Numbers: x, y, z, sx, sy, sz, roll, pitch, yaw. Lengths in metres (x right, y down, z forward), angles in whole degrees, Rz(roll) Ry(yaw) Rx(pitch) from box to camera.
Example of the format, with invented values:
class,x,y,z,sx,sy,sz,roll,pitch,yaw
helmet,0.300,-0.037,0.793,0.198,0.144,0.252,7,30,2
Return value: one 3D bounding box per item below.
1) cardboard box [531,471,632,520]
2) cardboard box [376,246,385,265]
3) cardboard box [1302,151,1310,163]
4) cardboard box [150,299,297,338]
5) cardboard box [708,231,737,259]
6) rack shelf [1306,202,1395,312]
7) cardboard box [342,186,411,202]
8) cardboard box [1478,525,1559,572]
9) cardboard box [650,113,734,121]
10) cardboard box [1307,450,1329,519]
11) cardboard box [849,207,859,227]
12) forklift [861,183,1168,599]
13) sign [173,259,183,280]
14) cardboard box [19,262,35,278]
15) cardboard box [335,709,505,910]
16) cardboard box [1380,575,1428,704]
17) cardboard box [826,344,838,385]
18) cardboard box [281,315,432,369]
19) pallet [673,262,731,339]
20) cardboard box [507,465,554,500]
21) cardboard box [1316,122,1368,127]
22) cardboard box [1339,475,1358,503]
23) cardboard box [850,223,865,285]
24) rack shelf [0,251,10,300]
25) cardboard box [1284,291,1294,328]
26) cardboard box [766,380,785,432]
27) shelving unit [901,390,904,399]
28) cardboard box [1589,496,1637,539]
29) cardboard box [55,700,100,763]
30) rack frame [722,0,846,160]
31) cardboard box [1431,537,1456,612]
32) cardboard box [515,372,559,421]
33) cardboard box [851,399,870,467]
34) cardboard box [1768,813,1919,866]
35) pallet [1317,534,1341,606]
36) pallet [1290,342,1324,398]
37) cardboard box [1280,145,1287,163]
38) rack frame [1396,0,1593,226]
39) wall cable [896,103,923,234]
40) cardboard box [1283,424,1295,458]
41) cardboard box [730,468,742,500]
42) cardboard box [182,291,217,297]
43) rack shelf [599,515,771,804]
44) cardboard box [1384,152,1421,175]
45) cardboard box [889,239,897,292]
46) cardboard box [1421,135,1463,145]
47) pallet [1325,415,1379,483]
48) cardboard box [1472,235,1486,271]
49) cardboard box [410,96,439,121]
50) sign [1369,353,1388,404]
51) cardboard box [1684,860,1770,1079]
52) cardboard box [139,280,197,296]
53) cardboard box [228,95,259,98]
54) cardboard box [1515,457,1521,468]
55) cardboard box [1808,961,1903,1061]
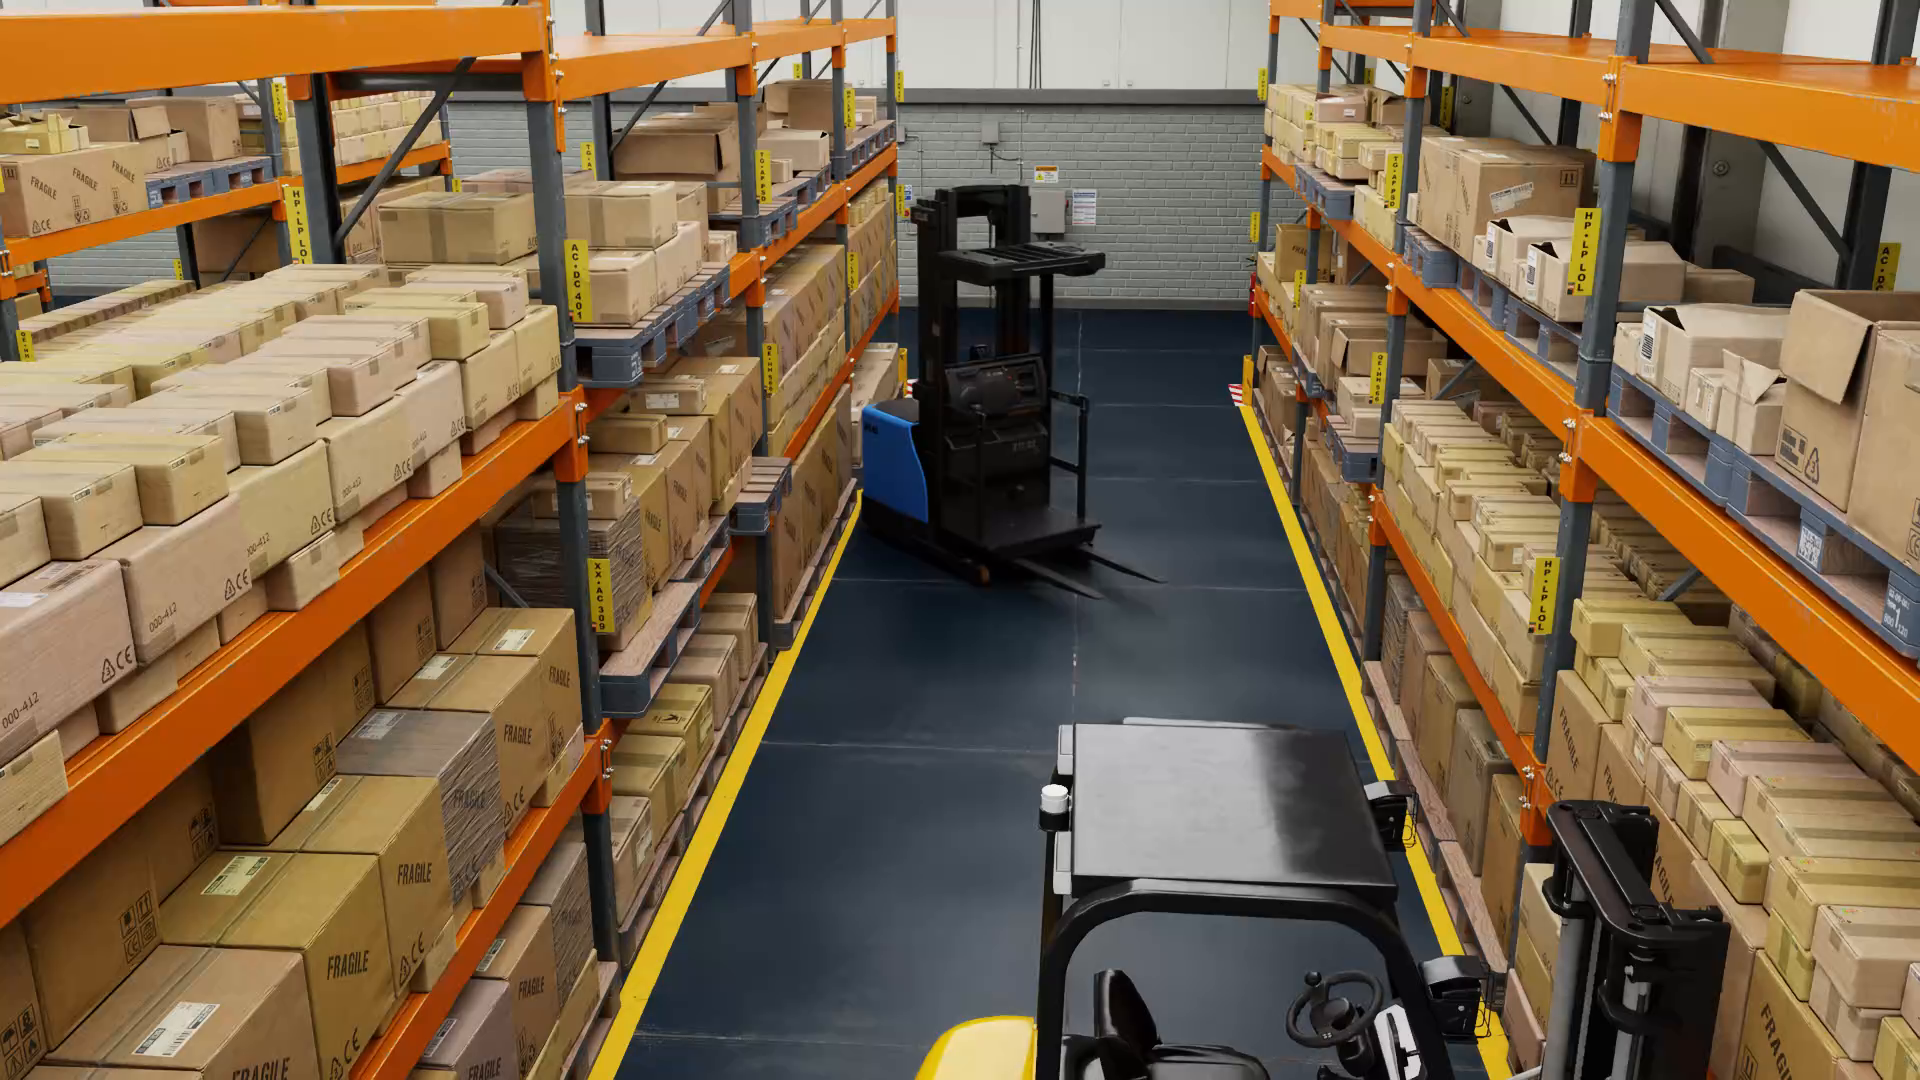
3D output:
class,x,y,z,sx,sy,sz,roll,pitch,yaw
cardboard box,-1.670,-0.198,7.357,0.380,0.149,0.250,1,18,4
cardboard box,-6.031,-2.741,16.833,0.500,0.500,0.500,2,18,7
cardboard box,3.253,-3.389,14.396,0.500,0.250,0.500,1,18,4
cardboard box,-2.468,-0.714,5.590,0.380,0.149,0.250,1,18,4
cardboard box,-1.583,-1.809,10.214,0.380,0.149,0.250,1,18,4
rack shelf,3.325,-2.201,12.161,1.077,0.370,4.000,1,18,4
cardboard box,-5.990,-3.367,17.137,0.500,0.500,0.500,2,18,7
cardboard box,2.655,0.039,7.784,0.380,0.149,0.250,1,18,2
cardboard box,-1.933,-2.832,12.097,0.500,0.500,0.500,1,18,4
cardboard box,3.180,-0.439,13.787,0.500,0.500,0.500,1,18,3
cardboard box,-1.144,-3.007,15.476,0.380,0.149,0.250,1,18,4
forklift,0.409,-1.207,12.900,1.130,2.935,3.031,-12,22,-33
sign,-6.970,-2.348,14.882,0.100,0.325,0.005,1,18,4
cardboard box,-10.778,-3.074,18.892,0.380,0.149,0.250,2,18,5
cardboard box,-1.903,0.912,5.683,0.500,0.500,0.500,2,18,5
cardboard box,3.123,0.626,10.334,0.875,0.625,0.625,2,18,6
cardboard box,-1.302,-1.474,13.844,0.500,0.250,0.500,1,18,3
cardboard box,-1.921,-0.621,5.307,0.380,0.149,0.250,1,18,3
pallet,-1.835,-1.211,8.287,1.213,0.211,1.003,1,18,4
cardboard box,-2.218,-0.055,7.960,0.500,0.500,0.500,1,18,4
cardboard box,3.061,-3.266,13.345,0.380,0.149,0.250,2,18,5
cardboard box,3.087,-0.386,12.583,0.380,0.149,0.250,0,18,1
cardboard box,-1.165,-2.670,15.488,0.500,0.500,0.500,1,18,3
rack shelf,-6.858,-1.147,8.945,1.077,0.370,4.000,1,18,4
cardboard box,3.282,-2.128,15.364,0.500,0.250,0.500,1,18,4
cardboard box,-1.487,-0.924,11.364,0.500,0.250,0.500,1,18,4
shelving unit,-0.410,-0.775,14.603,0.215,1.050,0.252,0,18,-1
cardboard box,3.278,-0.109,8.236,0.380,0.149,0.250,1,18,3
cardboard box,-2.066,0.393,3.491,0.380,0.149,0.250,1,18,2
rack frame,-1.483,-4.699,13.812,1.000,3.000,0.127,1,18,4
cardboard box,2.796,0.185,8.783,0.500,0.250,0.500,2,18,6
cardboard box,-1.775,-0.565,6.415,0.380,0.149,0.250,1,18,4
cardboard box,-1.331,-1.023,15.667,0.875,0.438,0.875,1,18,3
cardboard box,2.527,0.899,4.683,0.380,0.149,0.250,2,18,5
pallet,3.363,0.220,12.913,1.003,0.211,1.213,1,18,4
pallet,3.302,-1.402,13.691,1.003,0.211,1.213,1,18,4
cardboard box,3.293,-3.719,16.042,0.380,0.149,0.250,1,18,4
rack frame,3.181,-3.347,9.686,1.000,3.000,0.127,1,18,4
wall cable,-0.816,-5.340,23.721,0.585,1.953,0.123,1,18,4
cardboard box,3.240,-0.929,15.658,0.396,0.266,0.258,2,18,6
cardboard box,-1.505,-0.337,9.863,0.380,0.149,0.250,0,18,1
cardboard box,-6.301,-1.997,13.975,0.380,0.149,0.250,1,18,2
rack shelf,-1.913,0.357,9.171,1.077,0.370,4.000,1,18,4
cardboard box,3.003,-2.458,10.911,0.380,0.149,0.250,1,18,2
cardboard box,-0.967,-2.982,18.047,0.500,0.500,0.500,1,18,4
cardboard box,3.478,-2.858,12.101,0.380,0.149,0.250,2,18,5
pallet,3.160,-0.617,11.297,1.213,0.211,1.003,1,18,4
cardboard box,2.726,-1.395,8.114,0.380,0.149,0.250,1,18,3
cardboard box,-5.920,-4.613,17.803,0.500,0.250,0.500,1,18,2
sign,2.639,-1.018,10.480,0.100,0.325,0.005,1,18,4
cardboard box,2.489,1.306,4.960,0.500,0.500,0.500,1,18,4
cardboard box,-6.915,-2.178,14.527,0.380,0.149,0.250,2,18,7
cardboard box,-6.557,-4.050,15.446,0.380,0.149,0.250,2,18,6
cardboard box,3.391,-0.358,9.636,0.500,0.250,0.500,1,18,4
cardboard box,2.423,1.199,4.245,0.380,0.149,0.250,1,18,2
